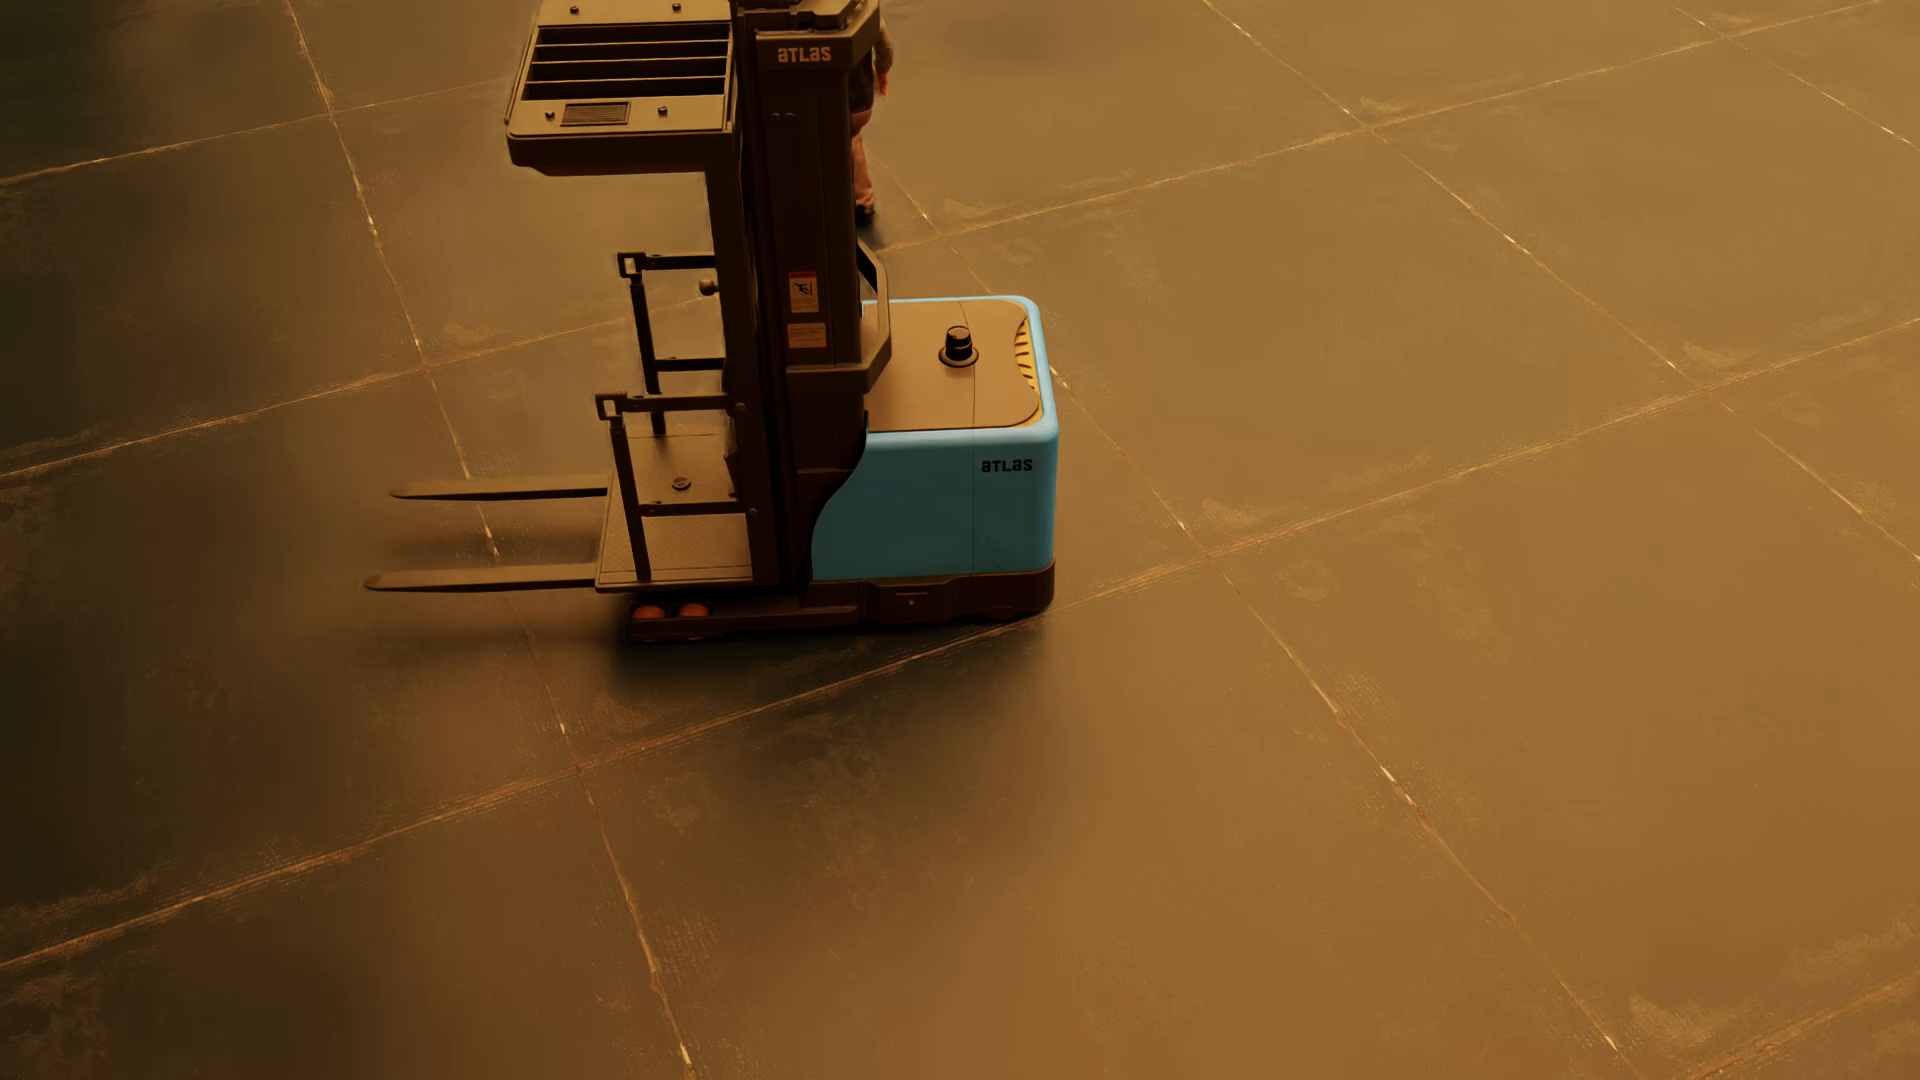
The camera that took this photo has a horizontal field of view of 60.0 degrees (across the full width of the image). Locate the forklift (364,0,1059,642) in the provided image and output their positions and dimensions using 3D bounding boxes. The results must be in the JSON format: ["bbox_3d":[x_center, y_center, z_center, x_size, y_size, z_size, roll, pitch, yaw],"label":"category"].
[{"bbox_3d":[-1.120,-0.996,6.747,3.031,2.935,1.130,-3,43,-3],"label":"forklift"}]

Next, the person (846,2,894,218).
[{"bbox_3d":[-0.741,-2.404,9.187,0.843,1.729,0.497,-19,46,-19],"label":"person"}]
